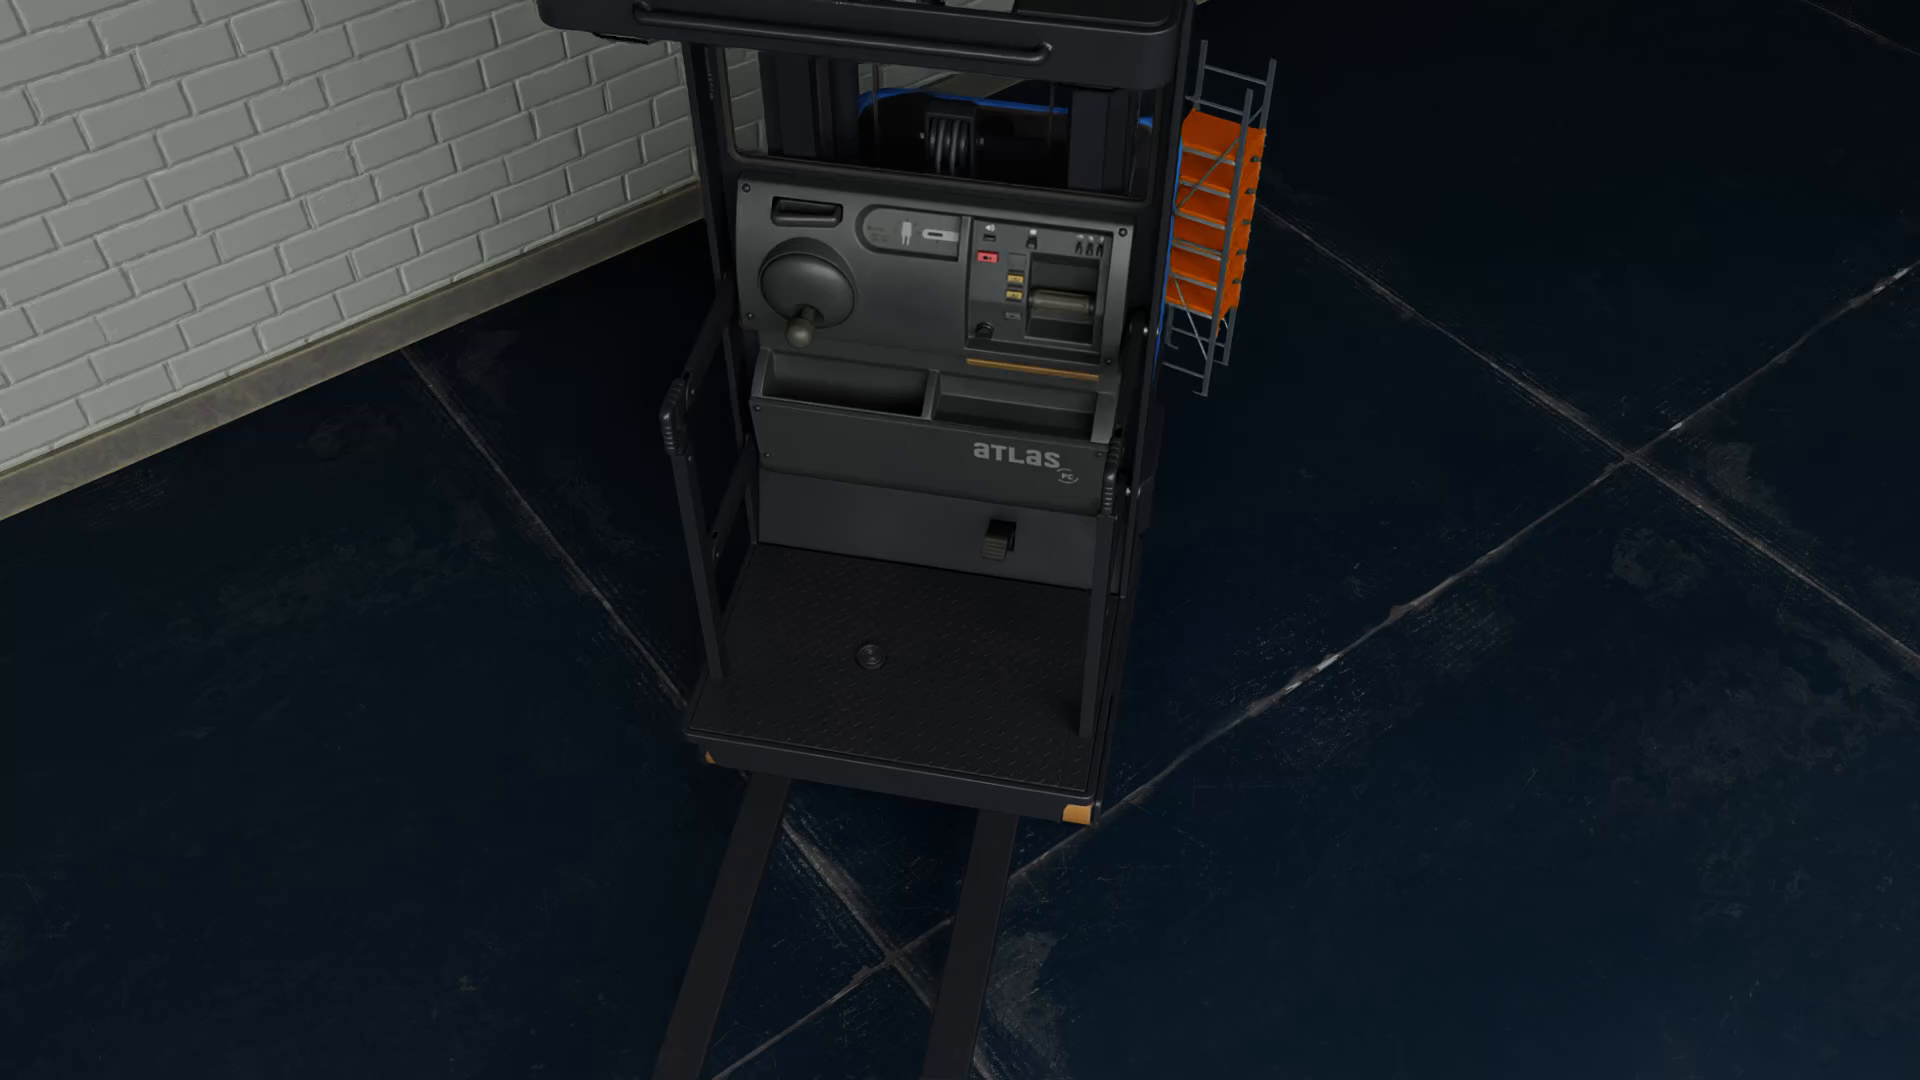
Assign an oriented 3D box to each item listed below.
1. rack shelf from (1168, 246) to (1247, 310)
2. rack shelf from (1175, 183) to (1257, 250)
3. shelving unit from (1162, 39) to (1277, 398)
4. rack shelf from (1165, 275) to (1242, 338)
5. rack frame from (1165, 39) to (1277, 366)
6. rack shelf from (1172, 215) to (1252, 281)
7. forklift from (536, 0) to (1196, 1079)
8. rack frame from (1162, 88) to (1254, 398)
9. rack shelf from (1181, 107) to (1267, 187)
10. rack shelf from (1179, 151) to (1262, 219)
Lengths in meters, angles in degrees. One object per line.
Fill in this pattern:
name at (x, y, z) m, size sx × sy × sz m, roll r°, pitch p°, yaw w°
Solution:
rack shelf at (0.785, -0.885, 5.464) m, size 0.258 × 0.103 × 0.180 m, roll 22°, pitch 51°, yaw 19°
rack shelf at (0.786, -1.047, 5.287) m, size 0.258 × 0.103 × 0.180 m, roll 22°, pitch 51°, yaw 19°
shelving unit at (0.785, -0.996, 5.343) m, size 0.258 × 1.200 × 0.189 m, roll 22°, pitch 51°, yaw 19°
rack shelf at (0.785, -0.804, 5.552) m, size 0.258 × 0.103 × 0.180 m, roll 22°, pitch 51°, yaw 19°
rack frame at (0.829, -1.055, 5.397) m, size 0.240 × 1.200 × 0.006 m, roll 22°, pitch 51°, yaw 19°
rack shelf at (0.785, -0.966, 5.375) m, size 0.258 × 0.103 × 0.180 m, roll 22°, pitch 51°, yaw 19°
forklift at (-0.107, -0.514, 3.738) m, size 1.130 × 2.935 × 3.031 m, roll 8°, pitch 48°, yaw 7°
rack frame at (0.741, -0.937, 5.288) m, size 0.240 × 1.200 × 0.006 m, roll 22°, pitch 51°, yaw 19°
rack shelf at (0.786, -1.209, 5.110) m, size 0.258 × 0.103 × 0.180 m, roll 22°, pitch 51°, yaw 19°
rack shelf at (0.786, -1.128, 5.198) m, size 0.258 × 0.103 × 0.180 m, roll 22°, pitch 51°, yaw 19°
